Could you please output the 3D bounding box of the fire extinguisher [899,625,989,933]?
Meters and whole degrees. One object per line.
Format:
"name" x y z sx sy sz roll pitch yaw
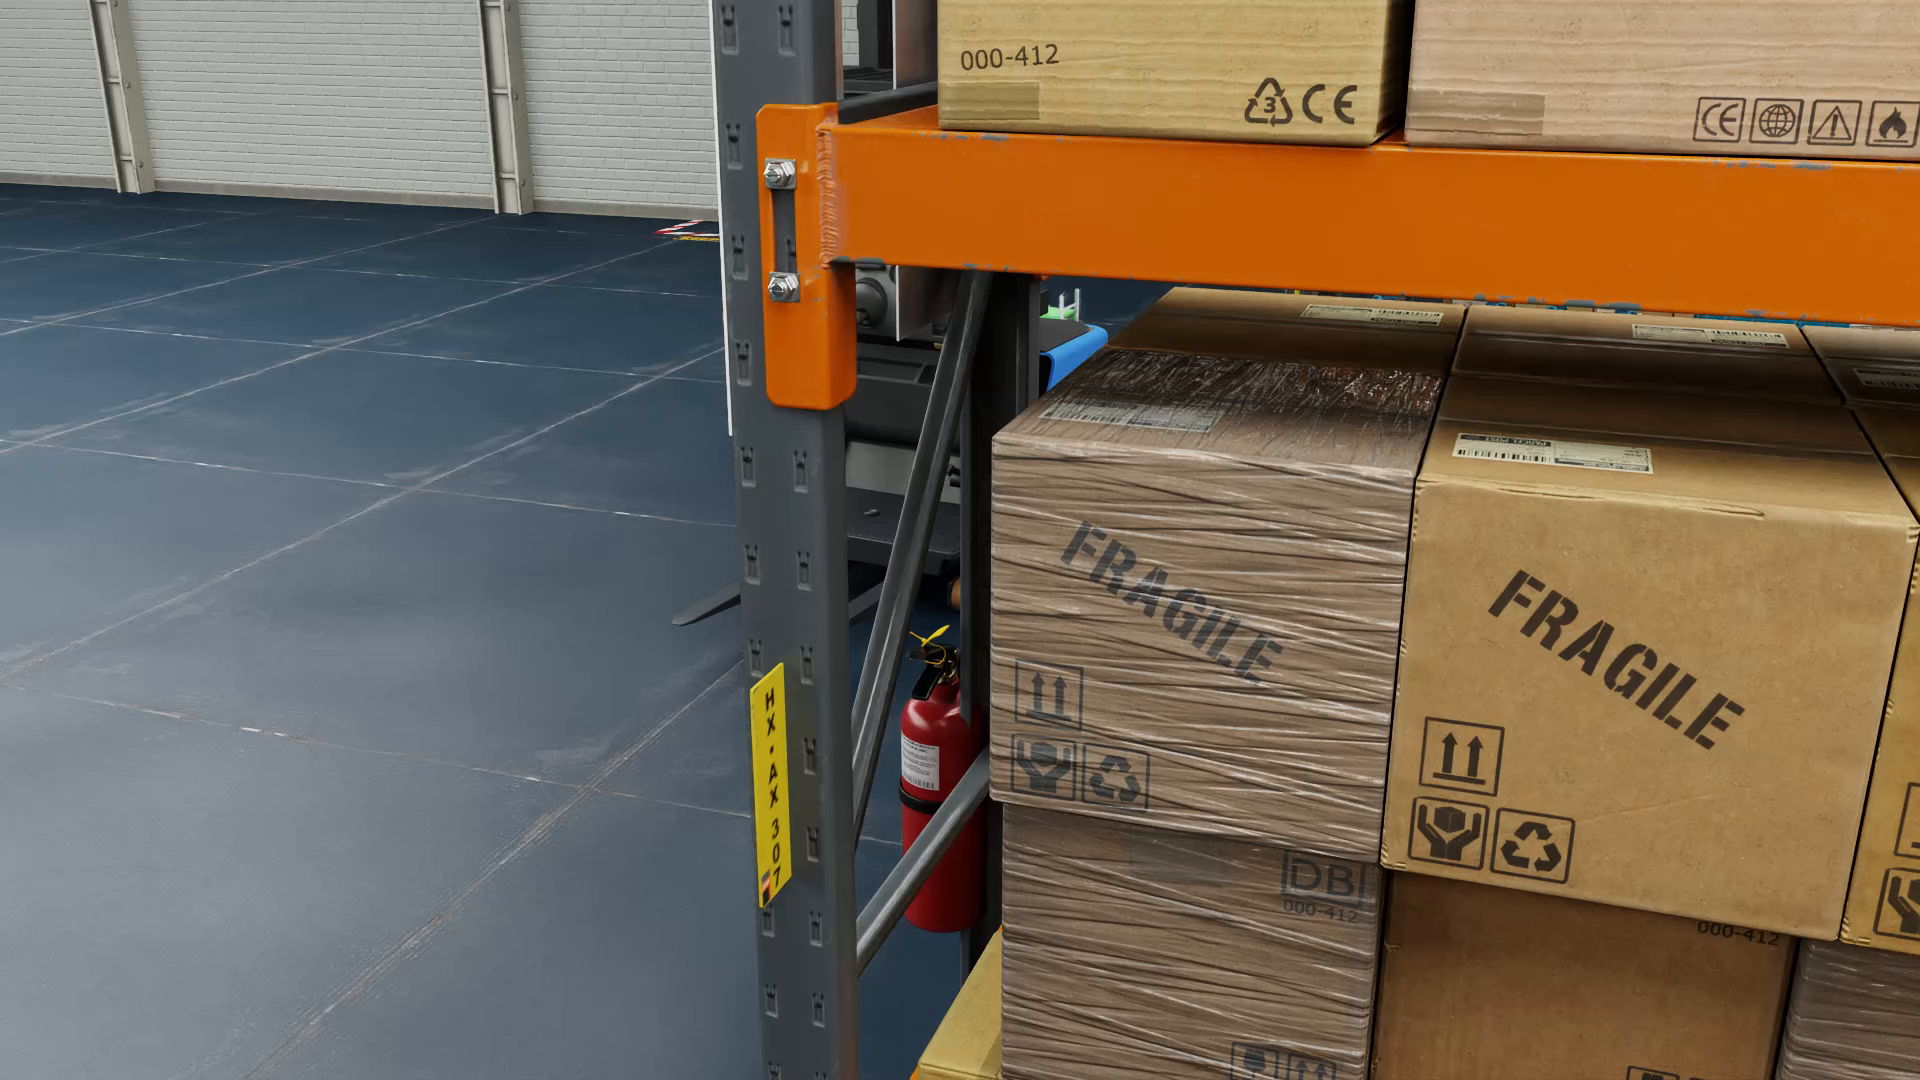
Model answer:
"fire extinguisher" -0.033 0.453 3.336 0.183 0.674 0.296 7 20 18

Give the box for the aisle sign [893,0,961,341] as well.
"aisle sign" -0.036 -0.755 2.736 0.004 0.787 0.394 7 20 18

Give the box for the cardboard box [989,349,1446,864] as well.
"cardboard box" 0.354 0.057 2.233 0.500 0.500 0.500 7 20 18

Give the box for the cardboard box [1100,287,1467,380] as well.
"cardboard box" 0.525 -0.105 2.697 0.500 0.500 0.500 7 20 18

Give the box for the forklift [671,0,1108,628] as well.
"forklift" -0.288 -1.200 8.066 1.130 2.935 3.031 10 21 26

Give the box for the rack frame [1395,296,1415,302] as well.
"rack frame" 3.179 -2.507 11.712 0.127 3.000 1.000 7 20 18

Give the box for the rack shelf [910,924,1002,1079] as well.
"rack shelf" 1.814 1.128 2.376 4.000 0.370 1.077 7 20 18

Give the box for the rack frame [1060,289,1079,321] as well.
"rack frame" 0.625 -0.844 9.674 0.015 1.200 0.240 10 21 26

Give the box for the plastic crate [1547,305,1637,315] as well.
"plastic crate" 2.732 -0.864 7.225 0.408 0.251 0.499 7 20 18

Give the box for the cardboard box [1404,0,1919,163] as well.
"cardboard box" 0.784 -0.587 1.874 0.500 0.250 0.500 6 20 17

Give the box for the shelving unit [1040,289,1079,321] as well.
"shelving unit" 0.408 -0.881 9.780 0.503 1.200 0.258 10 21 26

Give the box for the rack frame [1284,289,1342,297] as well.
"rack frame" 1.550 -0.968 7.295 0.127 3.000 1.000 7 20 18

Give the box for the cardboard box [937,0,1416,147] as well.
"cardboard box" 0.295 -0.641 2.028 0.500 0.250 0.500 7 20 20

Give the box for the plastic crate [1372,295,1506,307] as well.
"plastic crate" 2.121 -0.936 7.431 0.616 0.251 0.499 7 20 18

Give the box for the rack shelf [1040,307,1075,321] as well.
"rack shelf" 0.408 -1.274 9.643 0.480 0.148 0.258 10 21 26

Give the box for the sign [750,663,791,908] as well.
"sign" -0.254 0.332 2.250 0.005 0.325 0.100 7 20 18

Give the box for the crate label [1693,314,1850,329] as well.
"crate label" 3.377 -0.870 6.960 0.616 0.435 0.502 7 20 18

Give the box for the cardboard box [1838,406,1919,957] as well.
"cardboard box" 1.297 0.167 1.919 0.500 0.500 0.500 7 20 18

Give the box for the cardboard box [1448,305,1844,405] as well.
"cardboard box" 0.999 -0.053 2.547 0.500 0.500 0.500 7 20 18

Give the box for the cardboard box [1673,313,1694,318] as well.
"cardboard box" 5.028 -1.471 11.140 0.500 0.500 0.500 7 20 18

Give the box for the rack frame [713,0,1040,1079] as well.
"rack frame" -0.077 0.573 2.874 0.053 2.616 0.949 7 20 18

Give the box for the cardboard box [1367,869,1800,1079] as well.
"cardboard box" 0.947 0.469 2.569 0.500 0.500 0.875 7 20 18

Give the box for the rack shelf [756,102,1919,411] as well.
"rack shelf" 1.814 -0.288 1.882 4.000 0.370 1.077 7 20 18

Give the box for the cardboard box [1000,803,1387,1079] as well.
"cardboard box" 0.435 0.453 2.617 0.500 0.500 0.875 7 20 18

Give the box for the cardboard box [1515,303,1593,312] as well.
"cardboard box" 4.085 -1.581 11.454 0.500 0.500 0.500 7 20 18

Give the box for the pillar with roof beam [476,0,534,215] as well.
"pillar with roof beam" -7.002 -7.032 15.578 0.400 9.000 9.100 7 20 18

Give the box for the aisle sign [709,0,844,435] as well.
"aisle sign" -0.233 -0.569 2.201 0.004 0.787 0.394 7 20 18

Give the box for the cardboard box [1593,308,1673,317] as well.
"cardboard box" 4.562 -1.531 11.311 0.500 0.500 0.500 7 20 18

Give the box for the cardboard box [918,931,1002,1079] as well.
"cardboard box" 0.115 0.796 2.617 0.250 0.149 0.380 7 20 18

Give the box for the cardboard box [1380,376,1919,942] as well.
"cardboard box" 0.824 0.113 2.072 0.500 0.500 0.500 7 20 18

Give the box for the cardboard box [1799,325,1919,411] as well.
"cardboard box" 1.471 0.002 2.390 0.500 0.500 0.500 7 20 18

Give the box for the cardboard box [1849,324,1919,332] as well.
"cardboard box" 5.979 -1.369 10.847 0.500 0.500 0.500 7 20 18

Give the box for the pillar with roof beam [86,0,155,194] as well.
"pillar with roof beam" -12.670 -7.680 17.437 0.400 9.000 9.100 7 20 18

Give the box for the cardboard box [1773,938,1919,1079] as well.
"cardboard box" 1.405 0.537 2.375 0.500 0.500 0.875 7 20 18

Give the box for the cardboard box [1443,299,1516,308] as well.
"cardboard box" 3.783 -1.796 12.071 0.500 0.500 0.500 7 20 18

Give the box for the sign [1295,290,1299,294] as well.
"sign" 1.365 -0.928 6.760 0.005 0.325 0.100 7 20 18
